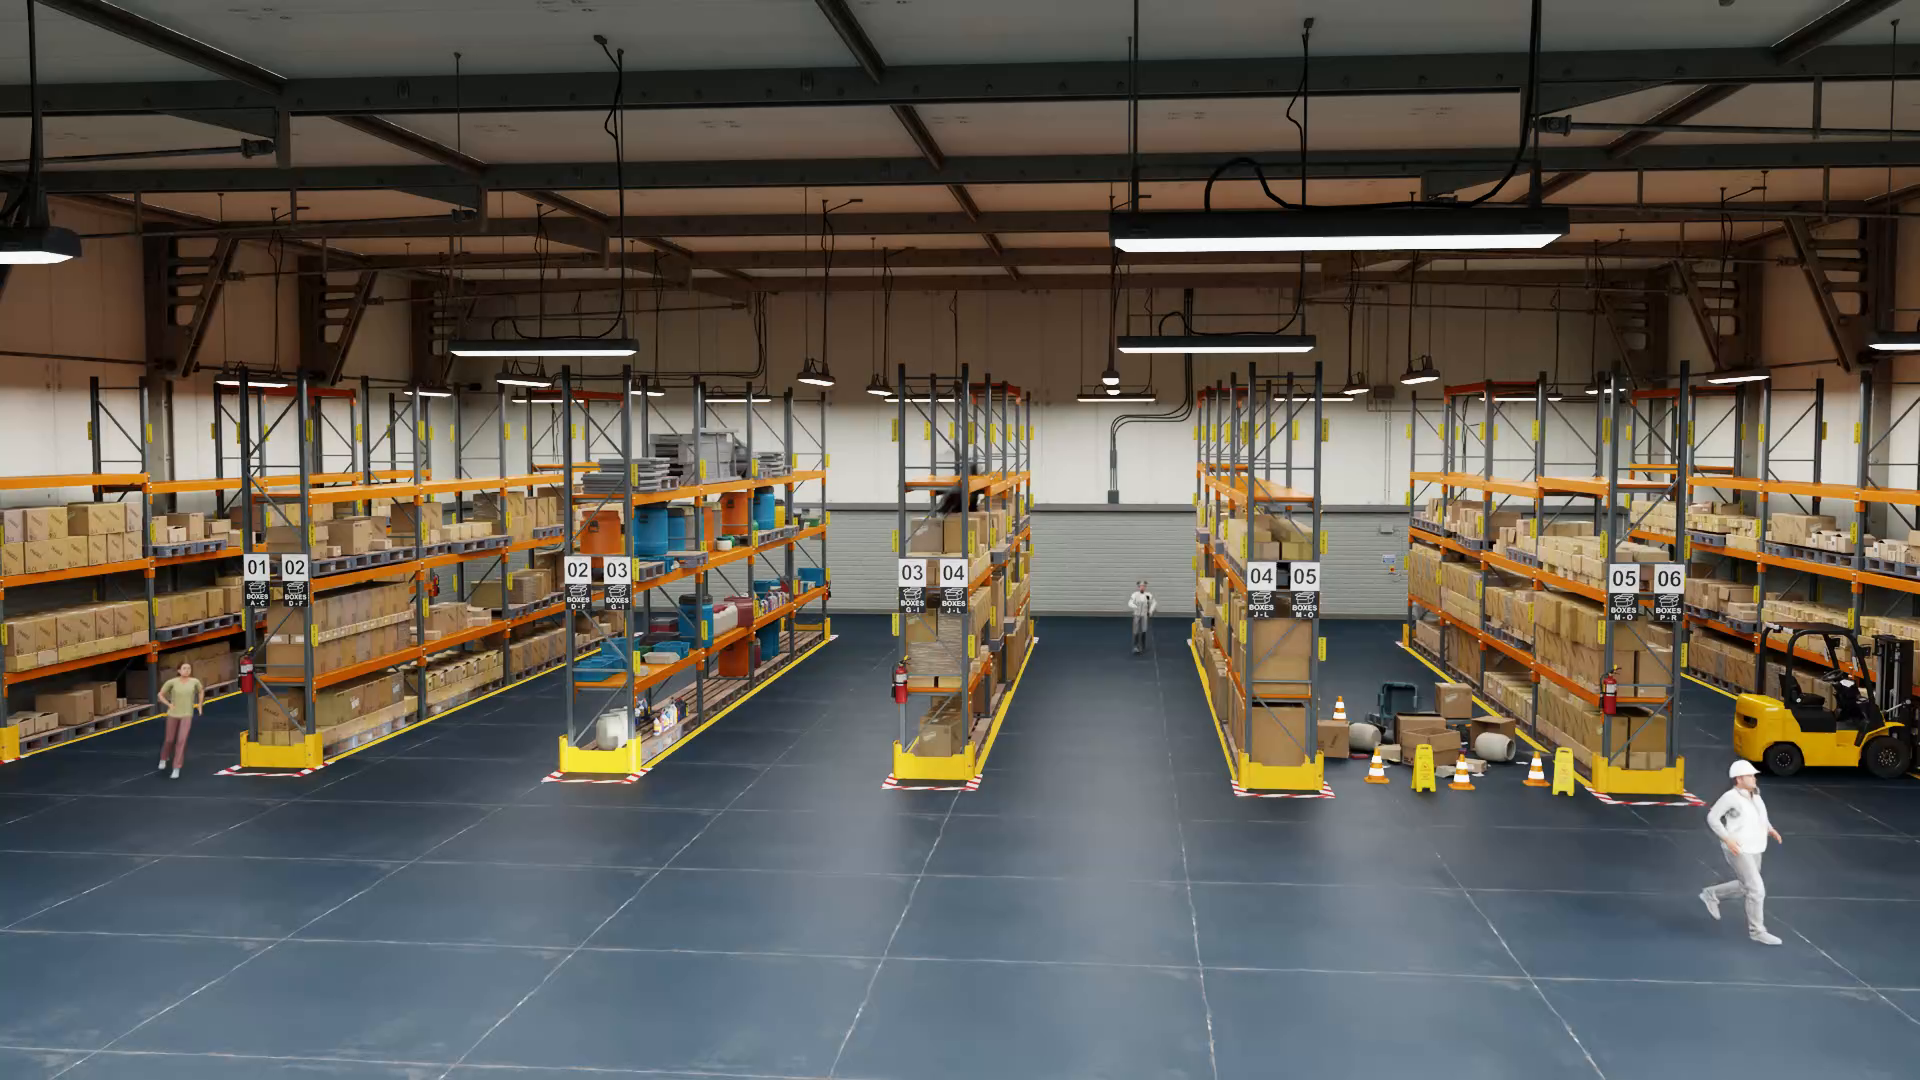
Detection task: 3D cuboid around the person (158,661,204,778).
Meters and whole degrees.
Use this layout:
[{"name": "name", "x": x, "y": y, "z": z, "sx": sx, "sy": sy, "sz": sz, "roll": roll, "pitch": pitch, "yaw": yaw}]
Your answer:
[{"name": "person", "x": -11.439, "y": 2.595, "z": 24.434, "sx": 0.640, "sy": 1.651, "sz": 0.845, "roll": -2, "pitch": 4, "yaw": -27}]

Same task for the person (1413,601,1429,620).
[{"name": "person", "x": 11.241, "y": 1.562, "z": 40.311, "sx": 0.574, "sy": 1.732, "sz": 0.744, "roll": 2, "pitch": 4, "yaw": 29}]

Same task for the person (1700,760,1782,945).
[{"name": "person", "x": 7.744, "y": 3.056, "z": 16.497, "sx": 0.684, "sy": 1.749, "sz": 0.908, "roll": -3, "pitch": 4, "yaw": -34}]

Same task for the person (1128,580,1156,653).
[{"name": "person", "x": 4.146, "y": 1.738, "z": 37.851, "sx": 0.642, "sy": 1.660, "sz": 0.649, "roll": 0, "pitch": 4, "yaw": 7}]
